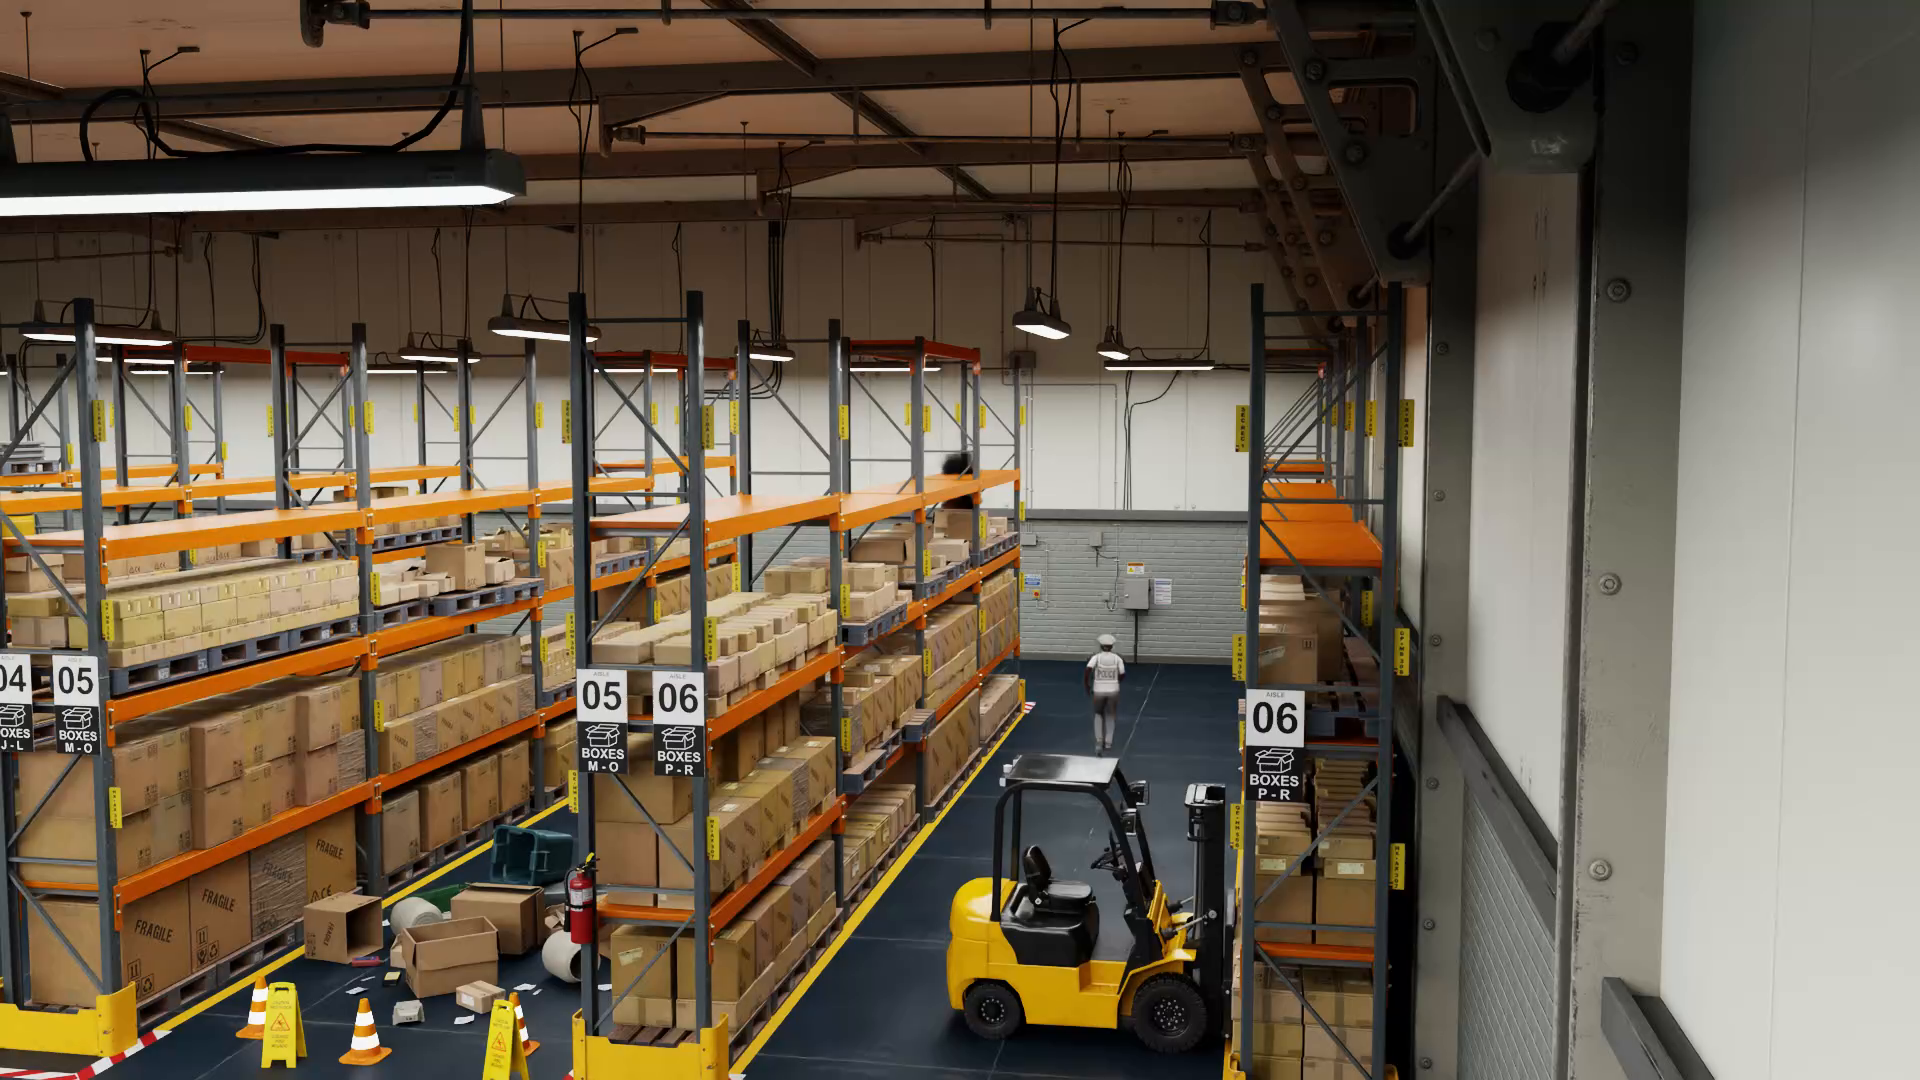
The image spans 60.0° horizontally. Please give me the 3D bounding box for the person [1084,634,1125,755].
[{"bbox_3d":[2.069,2.223,23.885,0.596,1.741,0.642,0,5,2],"label":"person"}]
